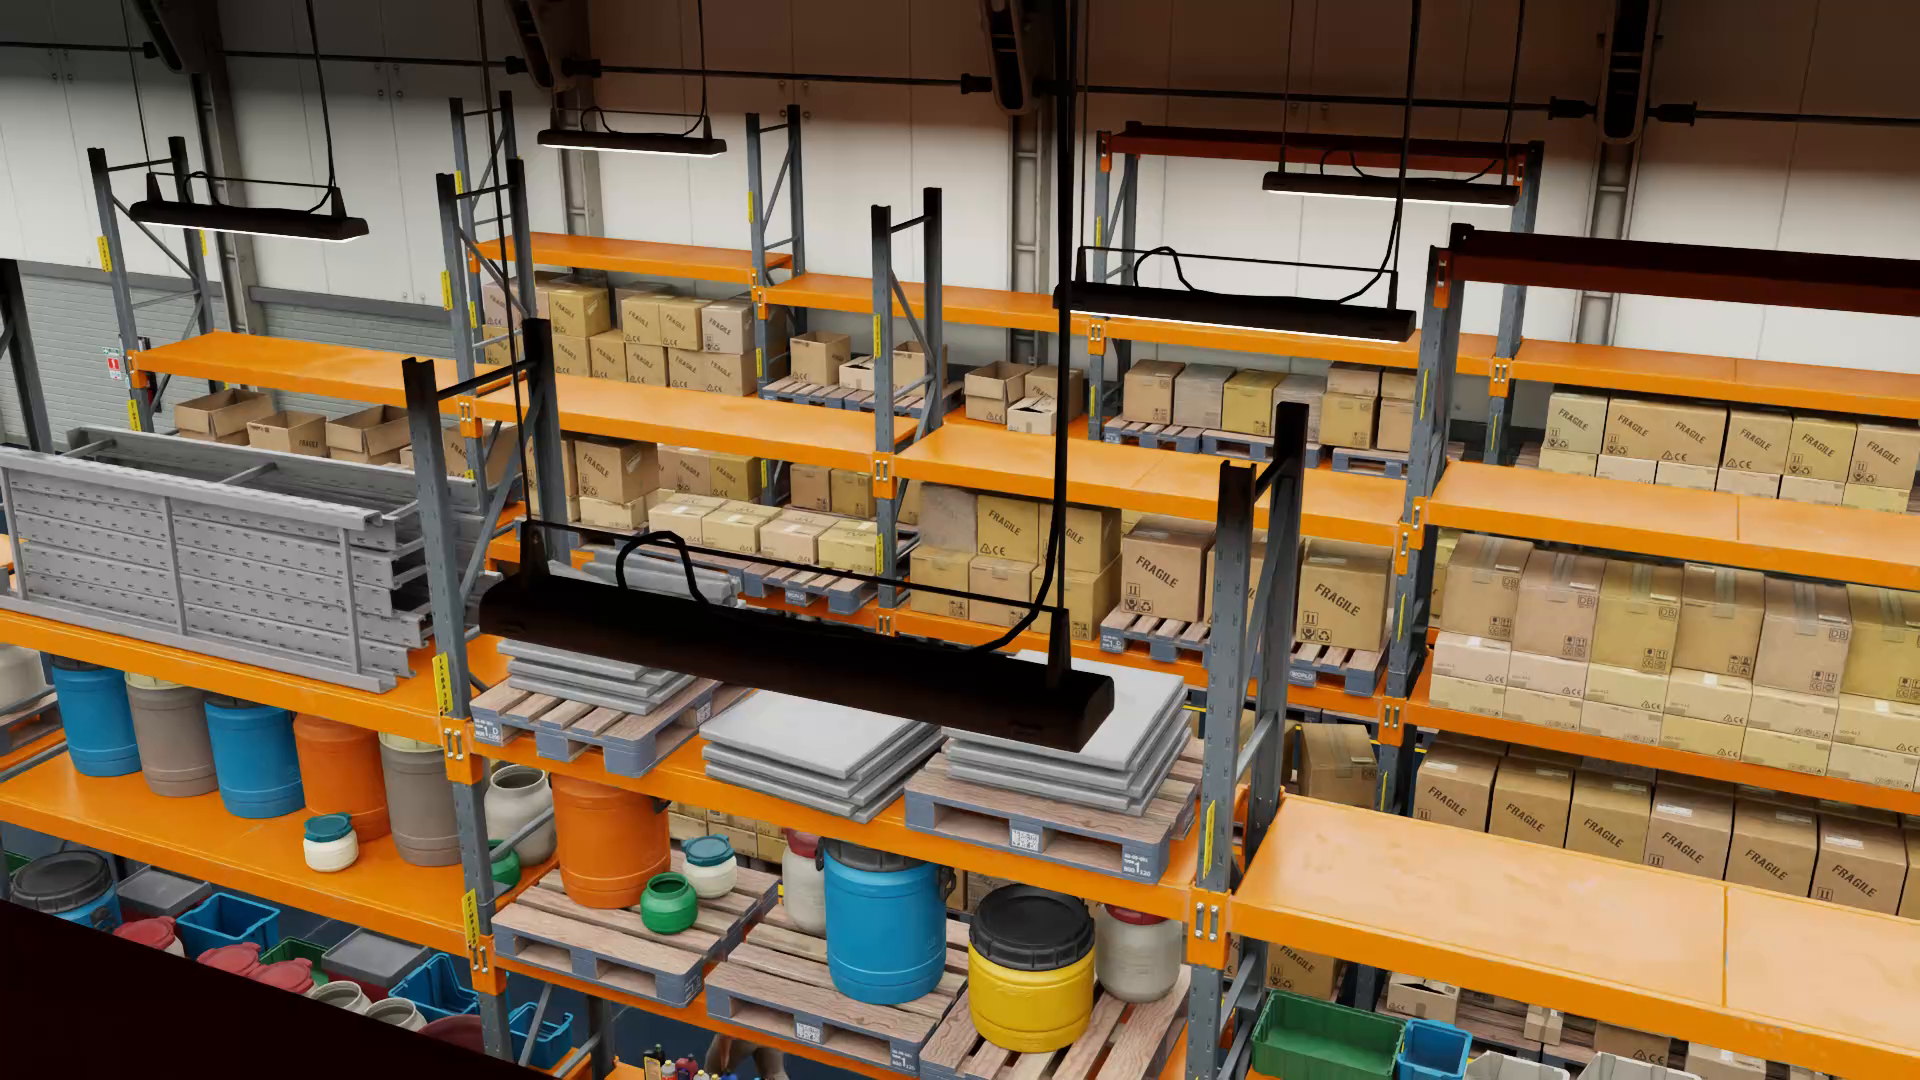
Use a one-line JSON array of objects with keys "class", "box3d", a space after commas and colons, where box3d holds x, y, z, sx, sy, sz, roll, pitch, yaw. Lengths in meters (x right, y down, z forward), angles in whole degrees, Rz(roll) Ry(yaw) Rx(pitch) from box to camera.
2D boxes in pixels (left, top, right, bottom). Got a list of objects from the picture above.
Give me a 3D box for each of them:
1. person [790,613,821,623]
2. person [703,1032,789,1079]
[{"class": "person", "box3d": [-1.662, 1.197, 17.101, 1.012, 1.656, 0.537, 3, 21, 8]}, {"class": "person", "box3d": [-1.527, 3.307, 11.434, 1.007, 1.660, 0.627, 16, 26, 37]}]
